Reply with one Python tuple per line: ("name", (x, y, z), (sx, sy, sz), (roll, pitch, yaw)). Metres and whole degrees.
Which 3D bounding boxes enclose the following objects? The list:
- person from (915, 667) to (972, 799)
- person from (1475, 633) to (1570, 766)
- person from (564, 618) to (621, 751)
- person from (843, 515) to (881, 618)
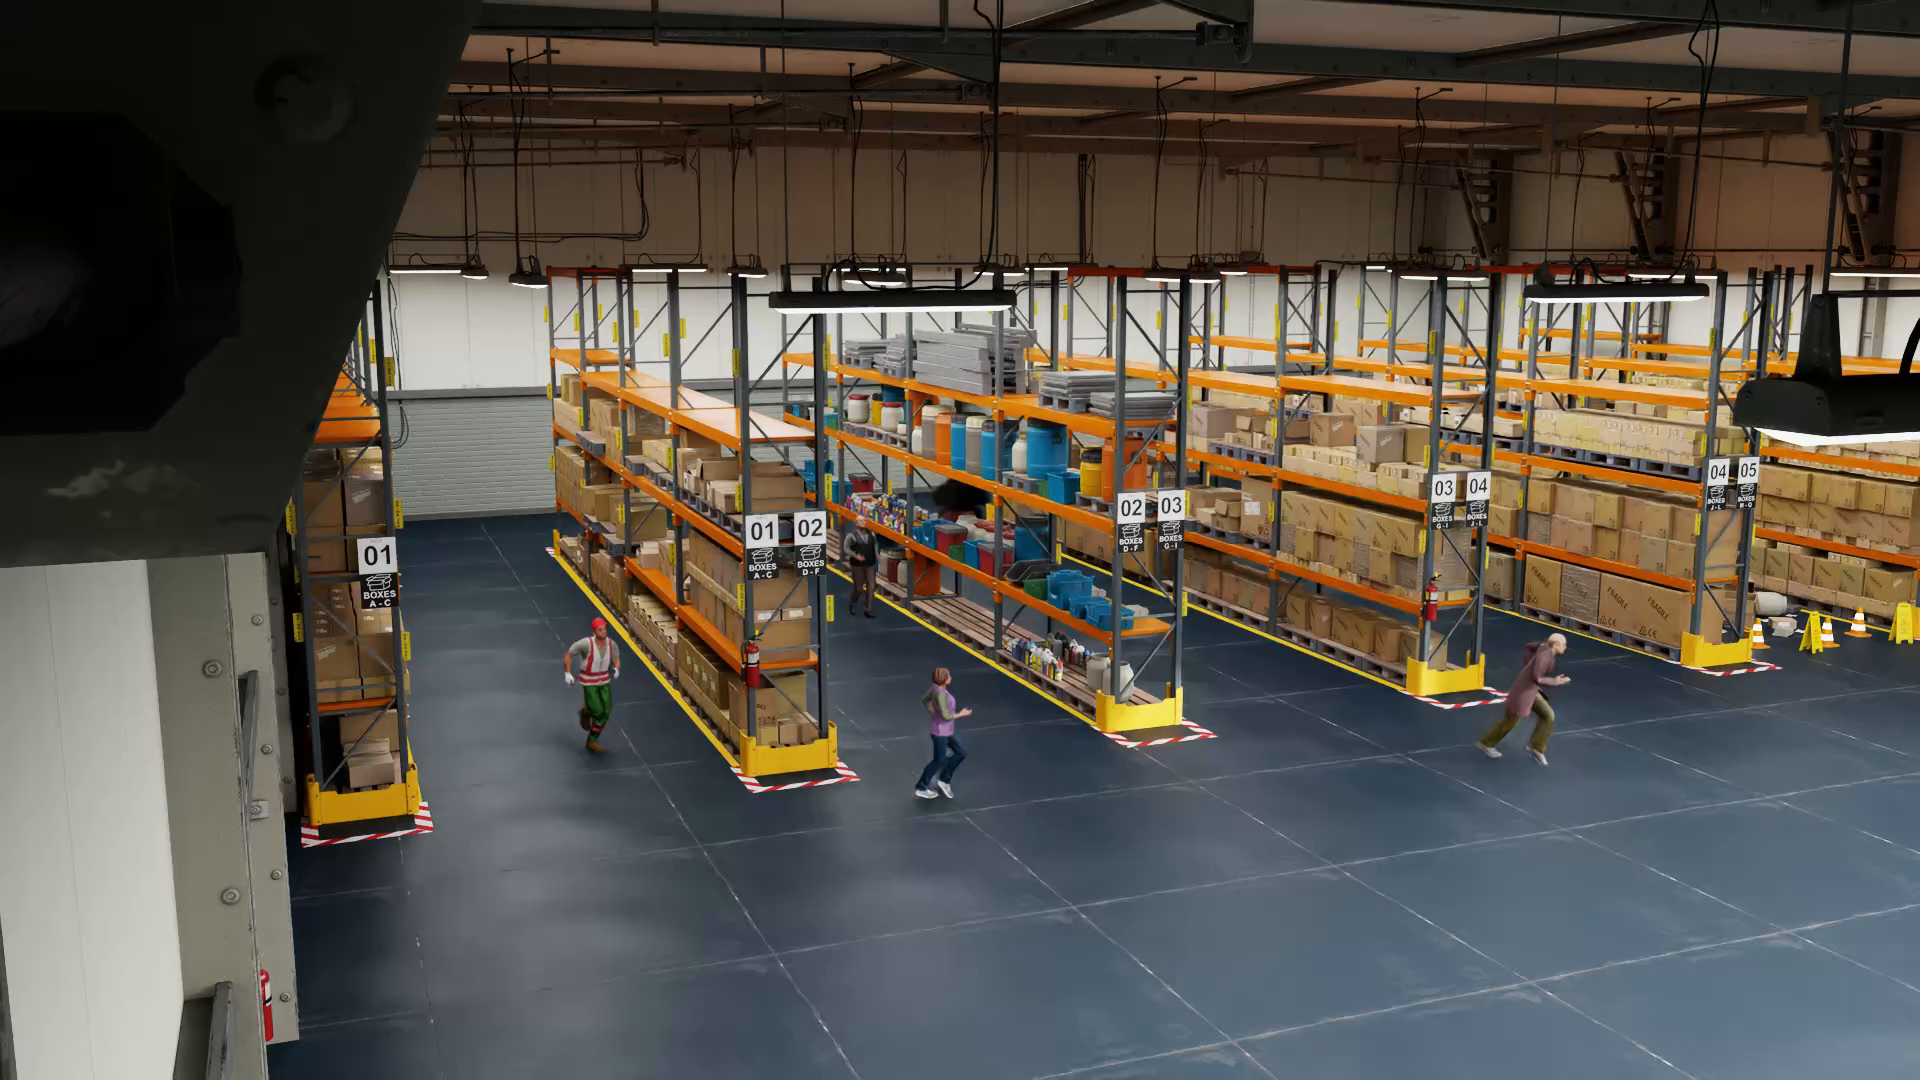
("person", (-0.190, 2.239, 19.213), (0.667, 1.600, 0.507), (1, 10, 3))
("person", (7.006, 1.974, 20.688), (1.072, 1.733, 0.753), (4, 11, 23))
("person", (-4.644, 1.839, 21.200), (0.707, 1.729, 0.686), (-8, 13, -39))
("person", (-1.606, 0.439, 27.594), (0.669, 1.704, 0.697), (-5, 11, -26))
